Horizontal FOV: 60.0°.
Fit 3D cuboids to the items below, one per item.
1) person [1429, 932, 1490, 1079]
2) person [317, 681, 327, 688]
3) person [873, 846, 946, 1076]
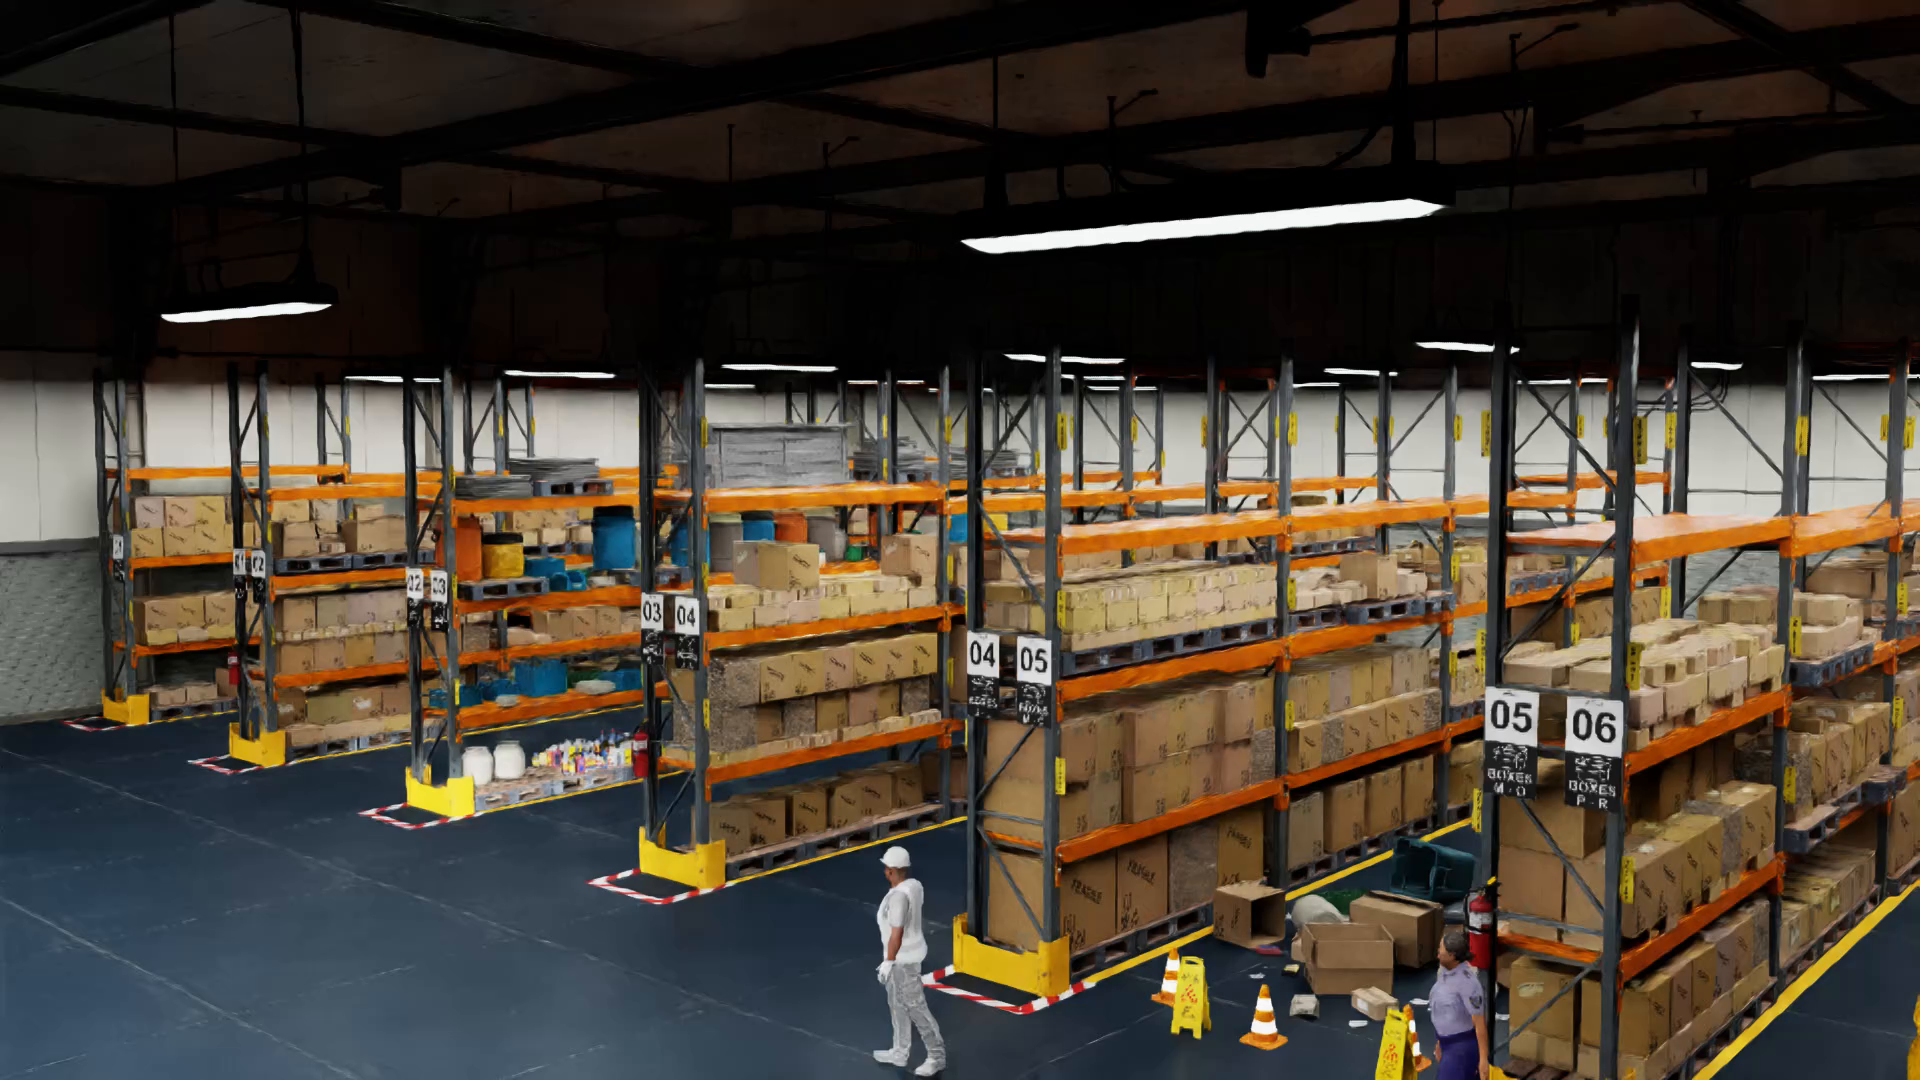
[{"bbox_3d":[3.440,3.514,11.343,0.475,1.652,0.610,0,4,6],"label":"person"},{"bbox_3d":[-11.259,2.196,29.375,0.613,1.601,0.802,2,5,22],"label":"person"},{"bbox_3d":[-0.406,3.316,13.188,0.624,1.782,0.579,1,4,7],"label":"person"}]
